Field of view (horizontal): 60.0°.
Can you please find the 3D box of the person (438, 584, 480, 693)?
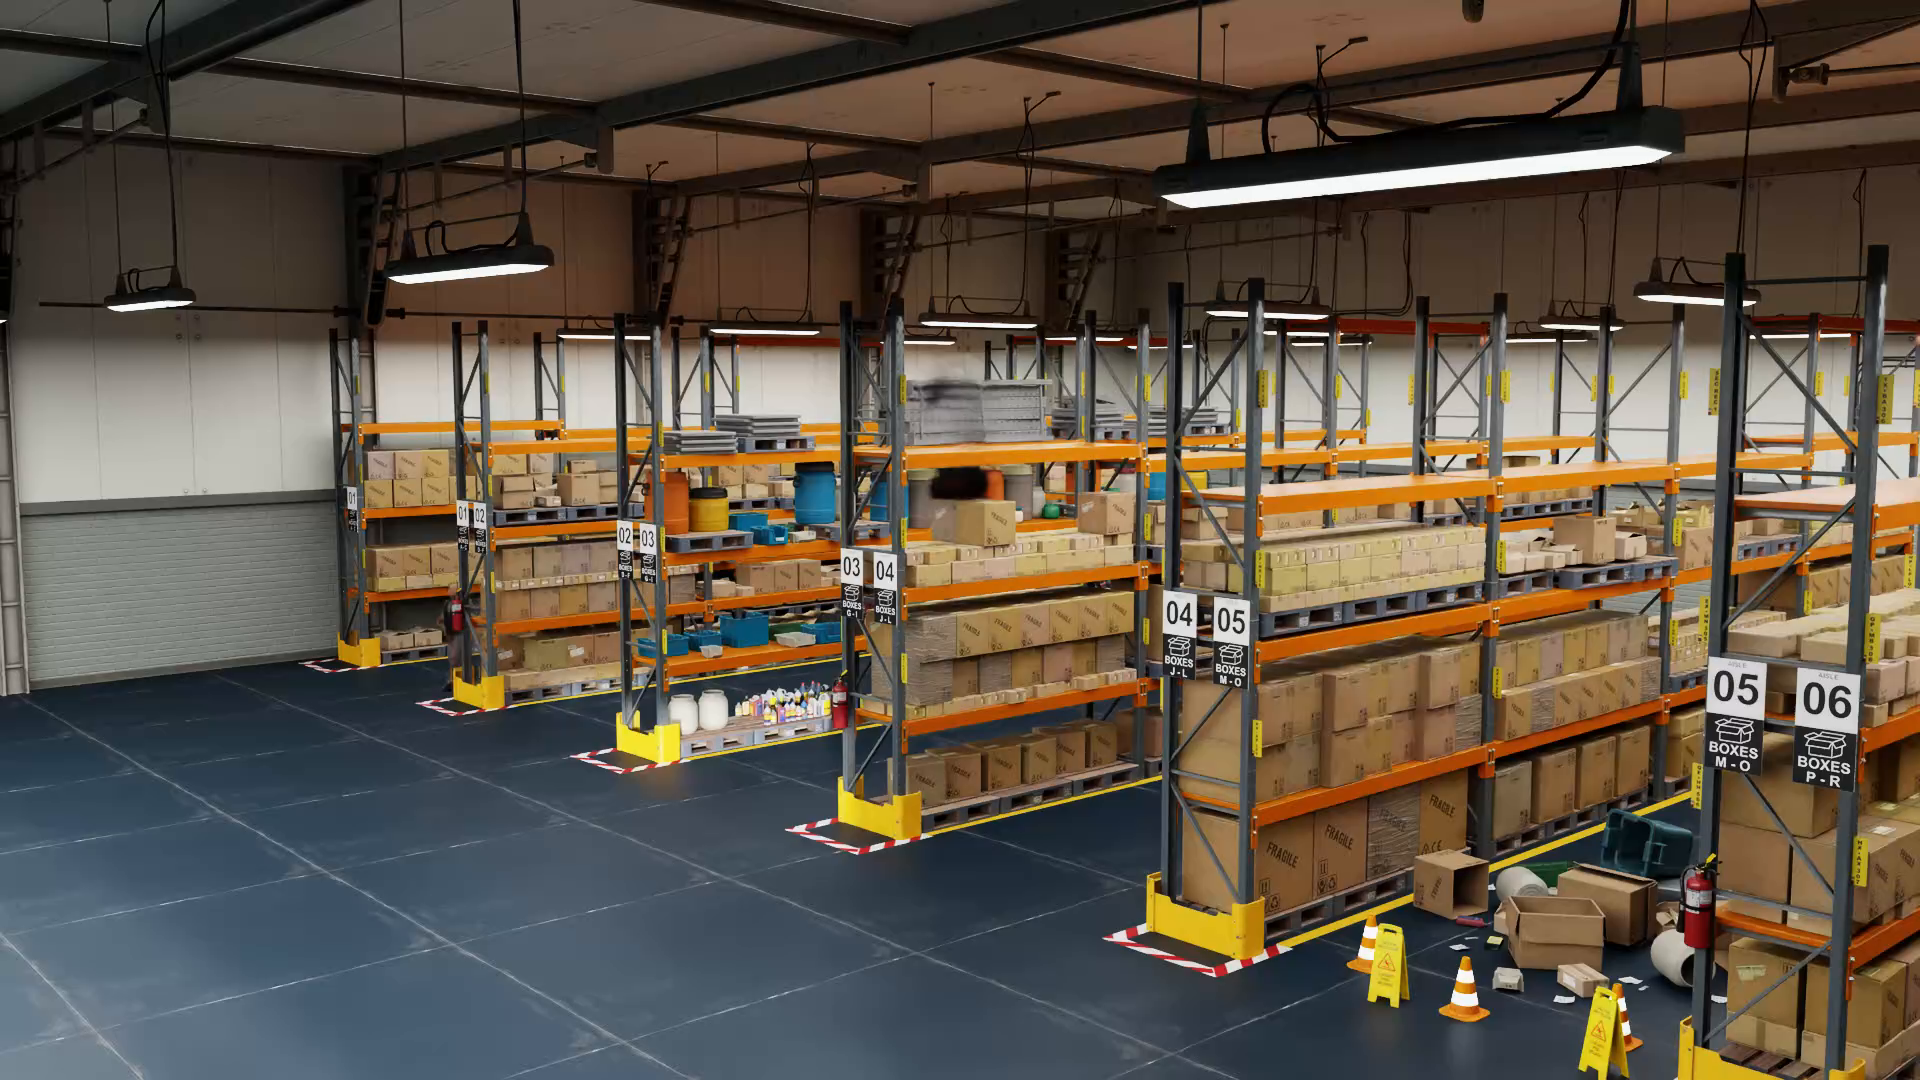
[{"bbox_3d":[-8.284,1.595,27.484,0.674,1.774,0.821,4,7,35],"label":"person"}]
